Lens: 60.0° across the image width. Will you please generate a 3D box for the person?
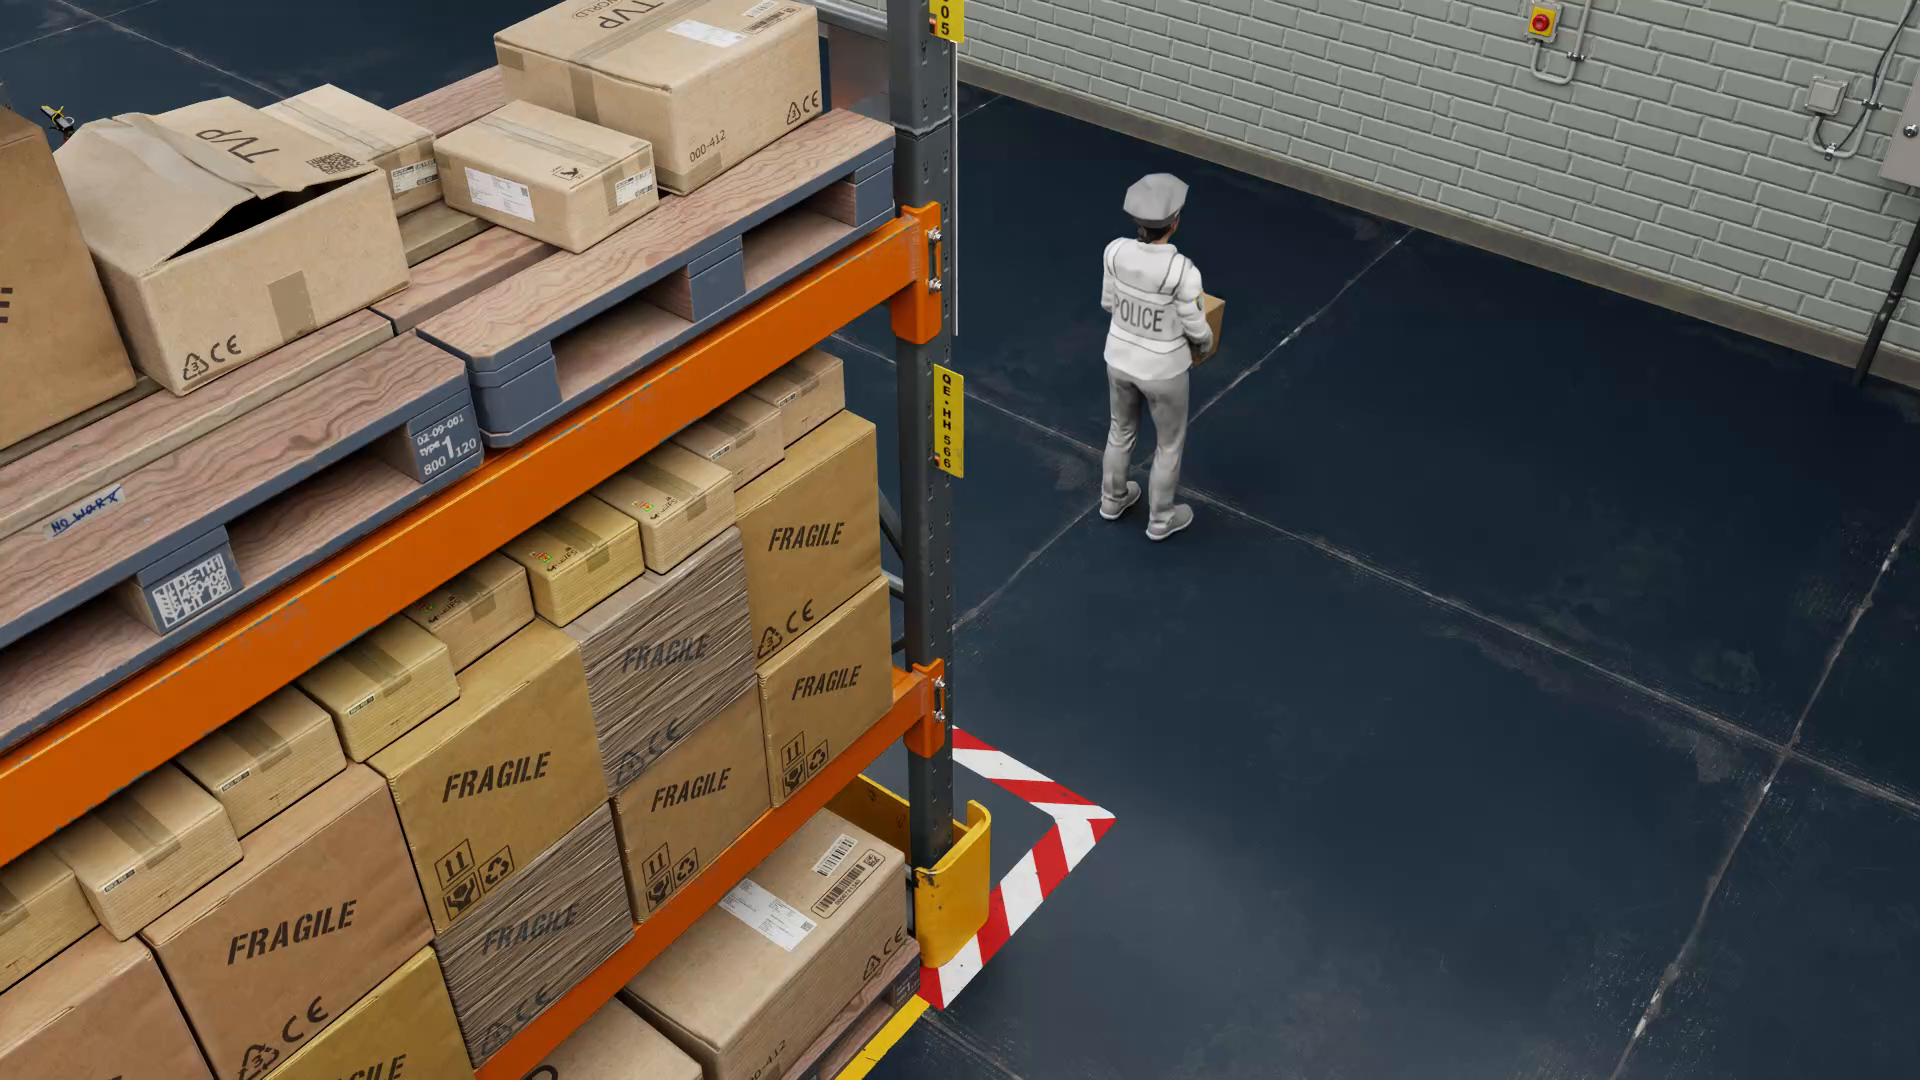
[{"bbox_3d":[0.838,-0.785,7.095,0.494,1.690,0.464,25,45,28],"label":"person"}]
